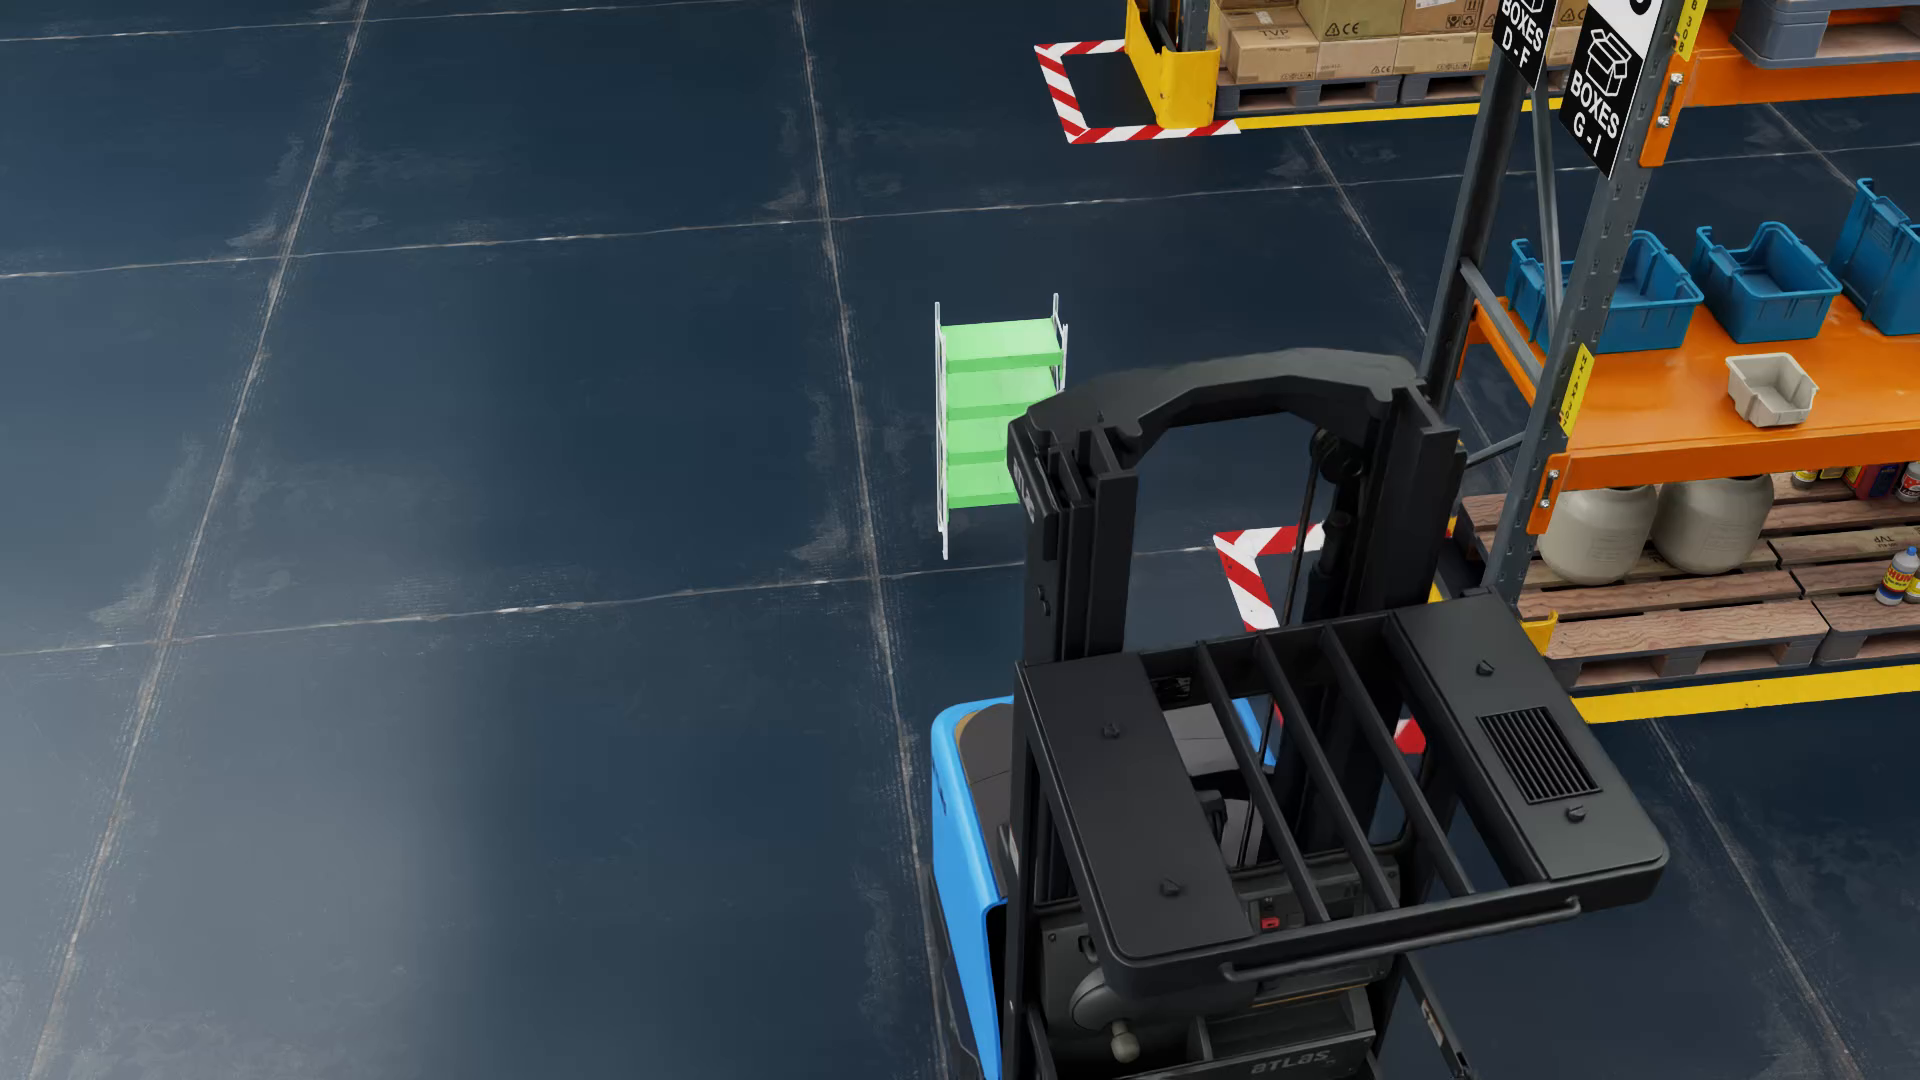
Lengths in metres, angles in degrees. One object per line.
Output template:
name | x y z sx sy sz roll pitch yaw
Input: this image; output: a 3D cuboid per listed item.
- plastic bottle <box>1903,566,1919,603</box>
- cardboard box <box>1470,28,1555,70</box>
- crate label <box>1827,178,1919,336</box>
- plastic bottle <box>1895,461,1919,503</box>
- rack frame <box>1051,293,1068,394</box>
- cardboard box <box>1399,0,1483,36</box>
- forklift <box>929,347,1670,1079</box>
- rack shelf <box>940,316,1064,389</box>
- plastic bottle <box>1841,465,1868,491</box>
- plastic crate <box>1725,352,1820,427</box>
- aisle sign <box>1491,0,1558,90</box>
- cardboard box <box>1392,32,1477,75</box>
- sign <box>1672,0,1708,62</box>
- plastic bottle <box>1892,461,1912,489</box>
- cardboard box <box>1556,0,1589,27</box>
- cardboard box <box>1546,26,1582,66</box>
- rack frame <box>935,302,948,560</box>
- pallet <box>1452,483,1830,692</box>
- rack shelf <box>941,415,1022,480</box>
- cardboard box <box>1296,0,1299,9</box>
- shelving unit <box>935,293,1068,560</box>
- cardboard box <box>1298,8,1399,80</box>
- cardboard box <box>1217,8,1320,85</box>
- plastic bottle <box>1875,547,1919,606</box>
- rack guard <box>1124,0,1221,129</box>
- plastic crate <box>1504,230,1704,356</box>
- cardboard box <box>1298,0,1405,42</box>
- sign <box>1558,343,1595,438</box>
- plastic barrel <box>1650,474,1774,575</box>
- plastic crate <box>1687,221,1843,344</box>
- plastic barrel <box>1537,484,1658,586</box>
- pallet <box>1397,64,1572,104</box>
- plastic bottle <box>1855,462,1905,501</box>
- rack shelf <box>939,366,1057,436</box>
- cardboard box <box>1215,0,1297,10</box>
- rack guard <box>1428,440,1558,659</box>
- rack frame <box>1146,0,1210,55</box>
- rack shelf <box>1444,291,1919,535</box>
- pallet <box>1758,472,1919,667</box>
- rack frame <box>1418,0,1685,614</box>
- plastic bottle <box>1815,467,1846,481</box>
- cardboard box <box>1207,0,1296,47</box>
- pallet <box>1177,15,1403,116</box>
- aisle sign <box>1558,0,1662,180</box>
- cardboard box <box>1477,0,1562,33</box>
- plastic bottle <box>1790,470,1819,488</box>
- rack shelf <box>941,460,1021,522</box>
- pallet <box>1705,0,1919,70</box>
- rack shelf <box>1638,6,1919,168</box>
plastic bottle | 3.937 0.154 6.815 0.097 0.201 0.097 0 42 0
cardboard box | 3.406 -3.215 10.529 0.500 0.250 0.500 -5 42 -6
crate label | 3.786 -1.115 6.435 0.616 0.435 0.502 -5 42 -6
plastic bottle | 4.186 -0.272 7.287 0.097 0.201 0.097 0 42 0
rack frame | 0.406 -0.481 7.103 0.015 1.200 0.240 -5 42 -6
cardboard box | 2.908 -3.461 10.242 0.500 0.500 0.500 -5 42 -6
forklift | 0.708 1.137 4.016 1.130 2.935 3.031 -8 43 -9
rack shelf | 0.164 -0.769 6.800 0.480 0.148 0.258 -5 42 -6
plastic bottle | 4.014 -0.368 7.339 0.135 0.276 0.152 -5 42 -5
plastic crate | 2.925 -0.528 6.008 0.250 0.136 0.298 -5 42 -6
aisle sign | 1.886 -1.918 5.412 0.004 0.787 0.394 -5 42 -6
cardboard box | 2.910 -3.175 10.485 0.500 0.250 0.500 -5 42 -6
sign | 2.063 -1.514 4.657 0.005 0.325 0.100 -5 42 -6
plastic bottle | 4.152 -0.380 7.352 0.135 0.276 0.152 -6 42 -7
cardboard box | 3.900 -3.546 10.336 0.500 0.500 0.500 -5 42 -6
cardboard box | 3.902 -3.259 10.578 0.500 0.250 0.500 -5 42 -6
rack frame | -0.078 -0.439 7.056 0.015 1.200 0.240 -5 42 -6
pallet | 2.872 0.169 7.121 1.213 0.211 1.003 -5 42 -6
rack shelf | 0.164 -0.412 7.122 0.480 0.148 0.258 -5 42 -6
cardboard box | 2.345 -3.481 10.824 0.500 0.250 0.500 -5 42 -6
shelving unit | 0.164 -0.460 7.079 0.503 1.200 0.258 -5 42 -6
cardboard box | 2.414 -3.132 10.437 0.500 0.250 0.500 -5 42 -6
cardboard box | 1.918 -3.086 10.386 0.500 0.250 0.500 -5 42 -6
plastic bottle | 3.835 0.137 6.782 0.097 0.271 0.097 0 42 0
rack guard | 1.334 -3.122 10.553 0.348 0.500 1.175 -5 42 -6
plastic crate | 2.454 -0.949 6.389 0.616 0.251 0.499 -5 42 -6
cardboard box | 2.414 -3.409 10.185 0.500 0.500 0.500 -5 42 -6
sign | 2.063 -0.499 5.572 0.005 0.325 0.100 -5 42 -6
plastic barrel | 3.136 -0.146 6.931 0.421 0.512 0.421 0 42 0
plastic crate | 3.098 -1.002 6.447 0.408 0.251 0.499 -5 42 -6
plastic barrel | 2.639 -0.102 6.883 0.421 0.512 0.421 0 42 0
pallet | 3.318 -3.215 10.871 1.213 0.211 1.003 -5 42 -6
plastic bottle | 4.028 -0.300 7.258 0.133 0.283 0.061 -5 42 -6
rack shelf | 0.164 -0.591 6.961 0.480 0.148 0.258 -5 42 -6
cardboard box | 1.851 -3.710 10.518 0.500 0.500 0.500 -5 42 -6
rack guard | 2.066 0.128 6.950 0.348 0.500 1.175 -5 42 -6
rack frame | 1.358 -4.052 9.718 0.127 3.000 1.000 -5 42 -6
rack shelf | 3.979 -0.669 6.504 4.000 0.370 1.077 -5 42 -6
pallet | 4.079 0.065 7.236 1.213 0.211 1.003 -5 42 -6
rack frame | 1.996 -0.762 6.071 0.127 3.000 1.000 -5 42 -6
plastic bottle | 3.874 -0.390 7.357 0.133 0.283 0.061 -4 42 -4
cardboard box | 1.851 -3.430 10.767 0.500 0.250 0.500 -5 42 -6
pallet | 2.111 -3.111 10.756 1.213 0.211 1.003 -5 42 -6
aisle sign | 1.963 -1.527 4.977 0.004 0.787 0.394 -5 42 -6
cardboard box | 3.406 -3.493 10.277 0.500 0.500 0.500 -5 42 -6
plastic bottle | 3.761 -0.337 7.360 0.097 0.201 0.097 0 42 0
rack shelf | 0.164 -0.234 7.283 0.480 0.148 0.258 -5 42 -6
pallet | 2.829 -1.813 5.137 1.213 0.211 1.003 -5 42 -6
rack shelf | 3.979 -1.783 5.499 4.000 0.370 1.077 -5 42 -6
